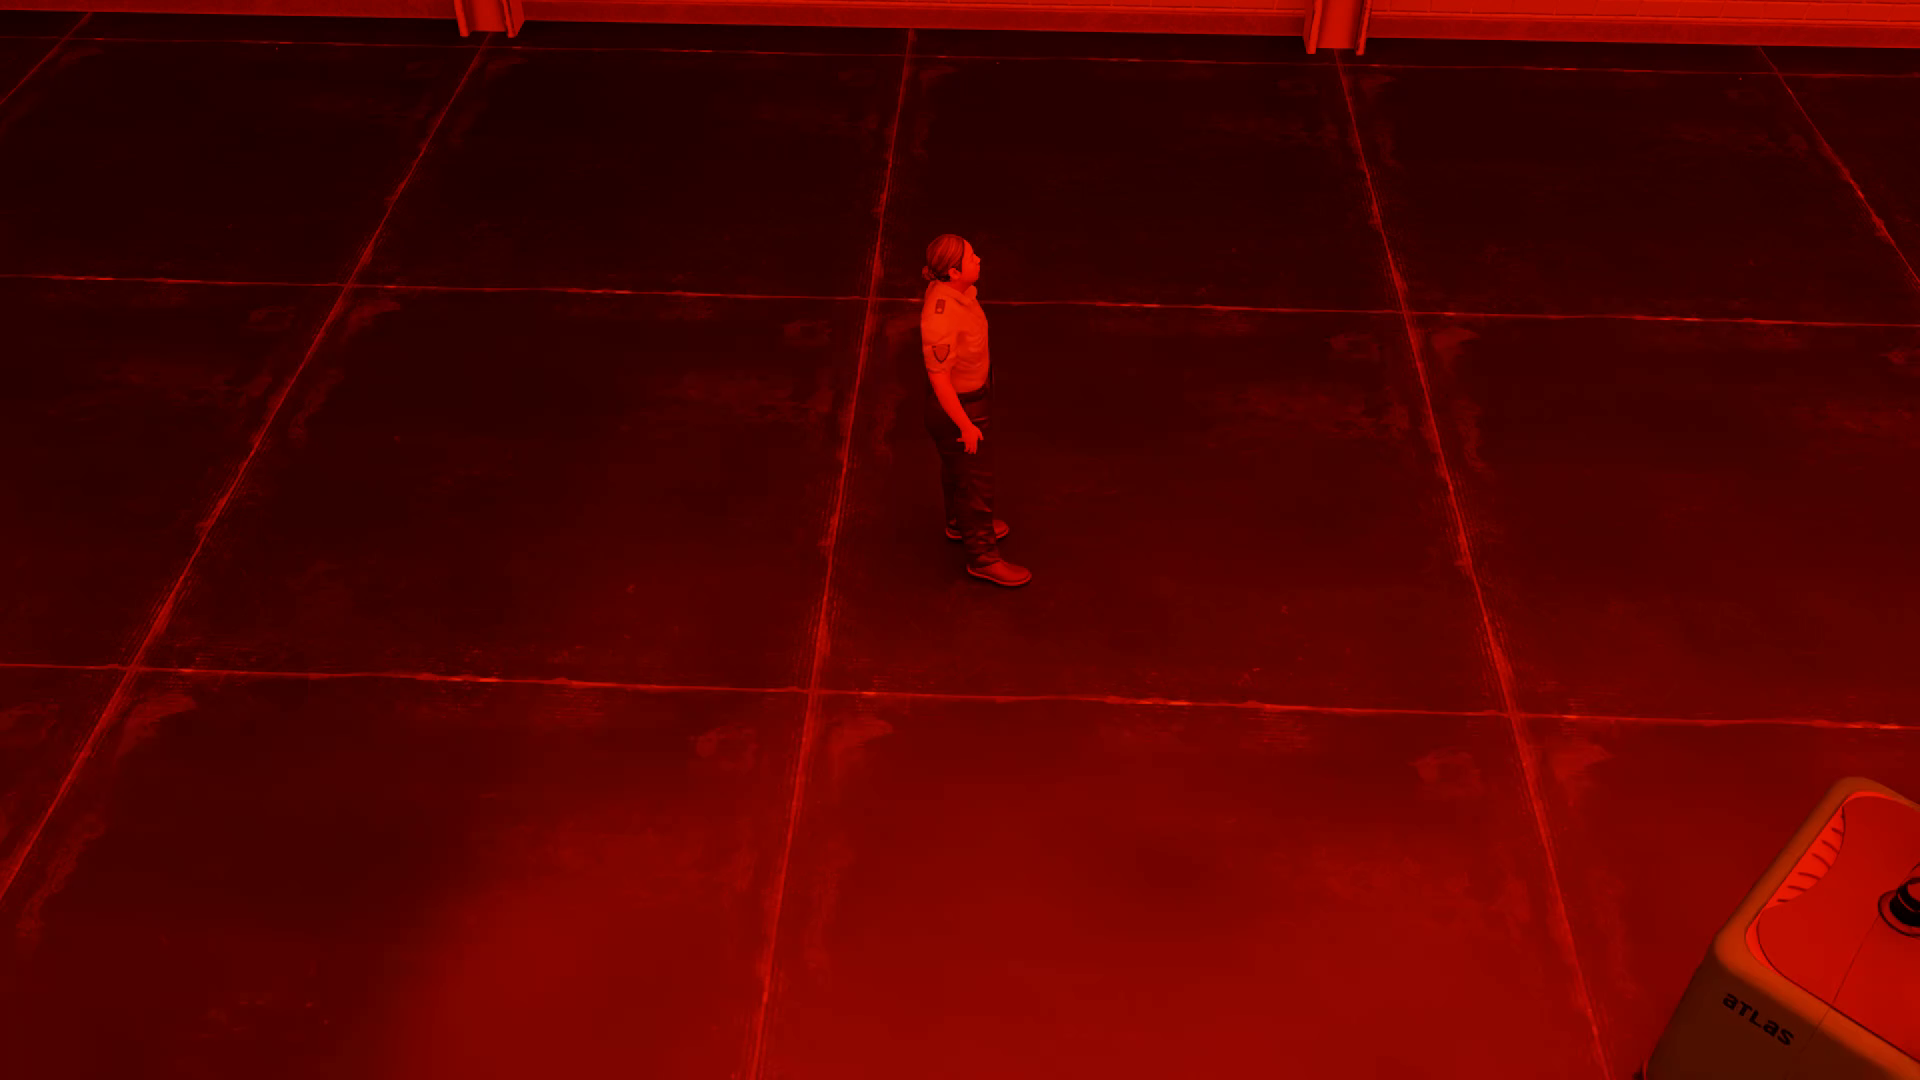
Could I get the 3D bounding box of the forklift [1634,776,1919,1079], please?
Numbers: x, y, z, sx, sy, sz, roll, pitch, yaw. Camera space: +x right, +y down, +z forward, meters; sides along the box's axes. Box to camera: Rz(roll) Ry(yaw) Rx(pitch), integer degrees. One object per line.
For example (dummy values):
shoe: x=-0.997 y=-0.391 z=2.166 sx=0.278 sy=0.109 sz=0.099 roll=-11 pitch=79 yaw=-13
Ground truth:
forklift: x=3.662 y=1.398 z=4.211 sx=3.031 sy=2.935 sz=1.130 roll=34 pitch=52 yaw=31

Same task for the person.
person: x=0.089 y=-0.595 z=7.336 sx=0.502 sy=1.651 sz=0.598 roll=2 pitch=42 yaw=2
